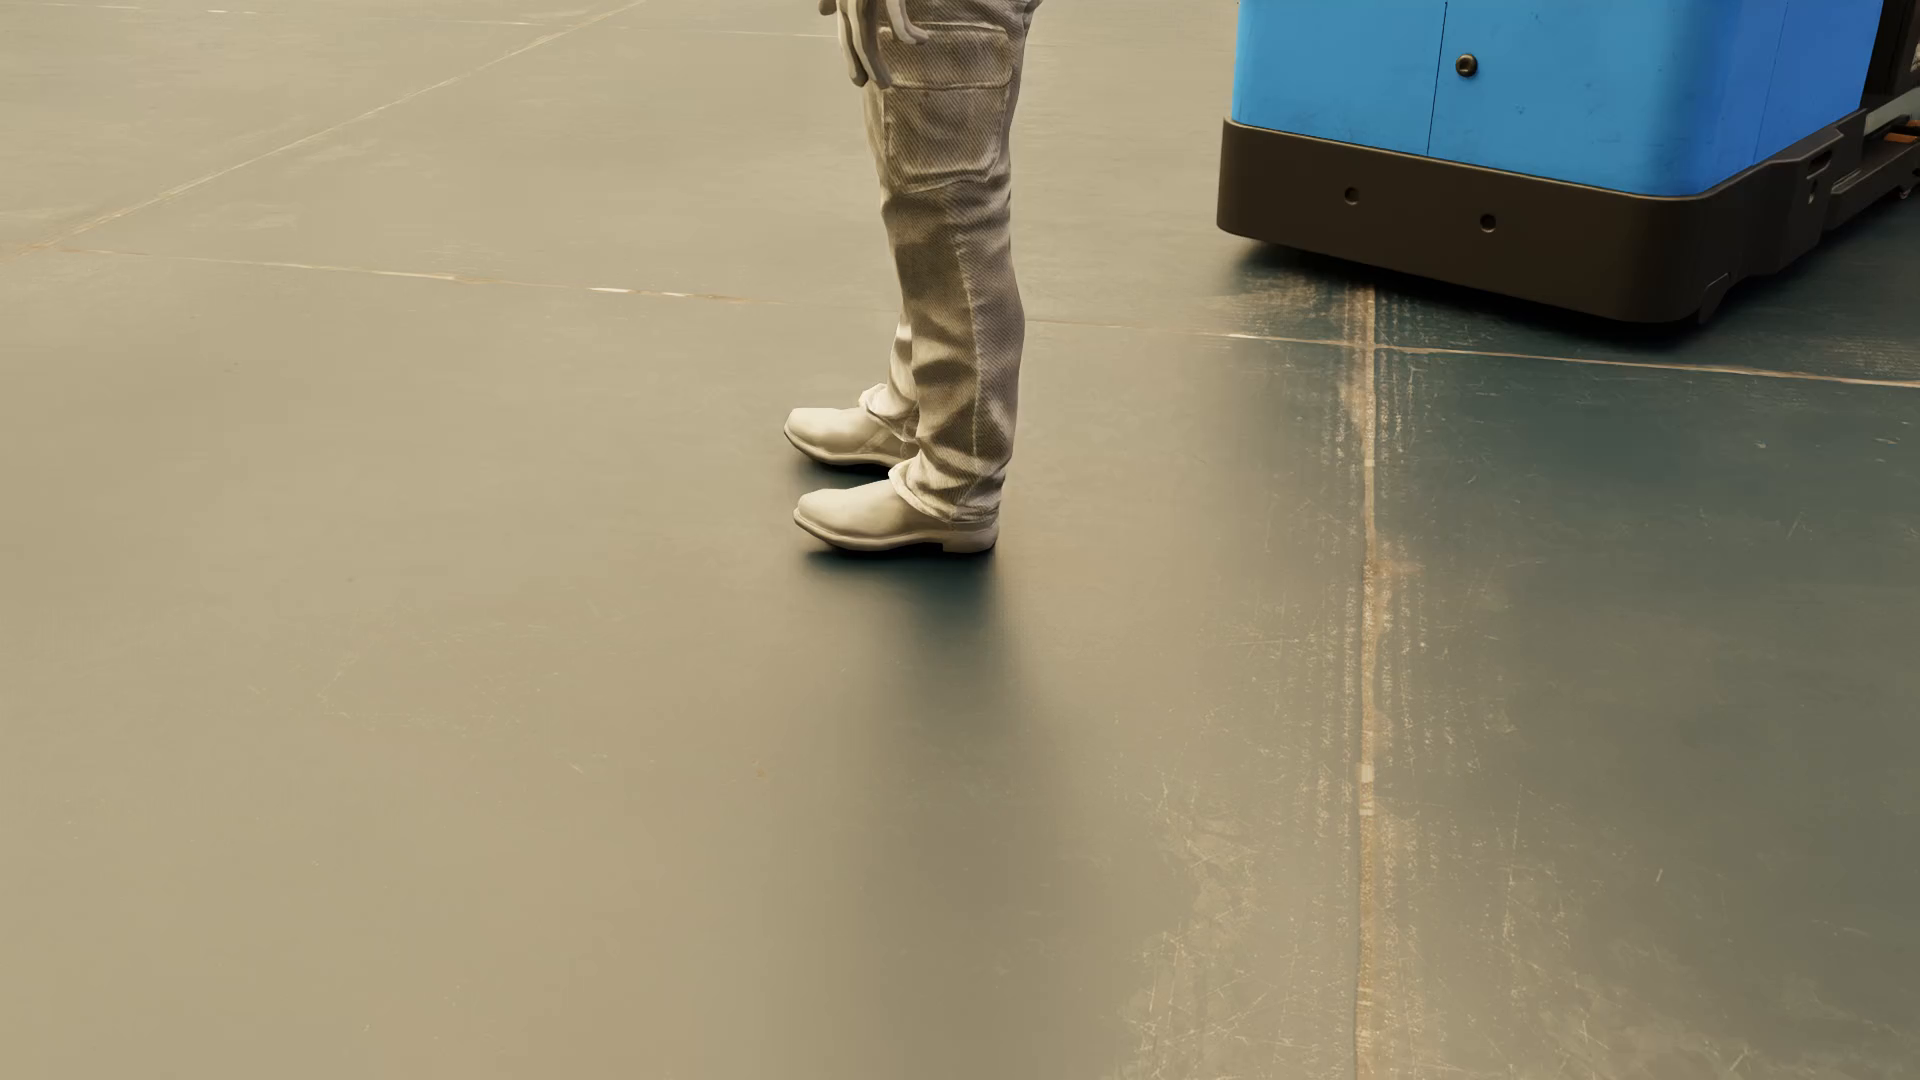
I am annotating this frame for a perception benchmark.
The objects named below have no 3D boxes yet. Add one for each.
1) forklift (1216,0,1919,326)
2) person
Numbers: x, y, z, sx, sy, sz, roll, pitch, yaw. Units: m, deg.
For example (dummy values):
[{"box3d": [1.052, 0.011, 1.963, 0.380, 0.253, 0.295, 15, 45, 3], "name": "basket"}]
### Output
[{"box3d": [13.776, -0.871, 0.973, 23.089, 2.935, 13.963, 22, 34, 36], "name": "forklift"}, {"box3d": [-0.077, -0.814, 2.118, 0.559, 1.781, 0.656, 6, 27, 11], "name": "person"}]
